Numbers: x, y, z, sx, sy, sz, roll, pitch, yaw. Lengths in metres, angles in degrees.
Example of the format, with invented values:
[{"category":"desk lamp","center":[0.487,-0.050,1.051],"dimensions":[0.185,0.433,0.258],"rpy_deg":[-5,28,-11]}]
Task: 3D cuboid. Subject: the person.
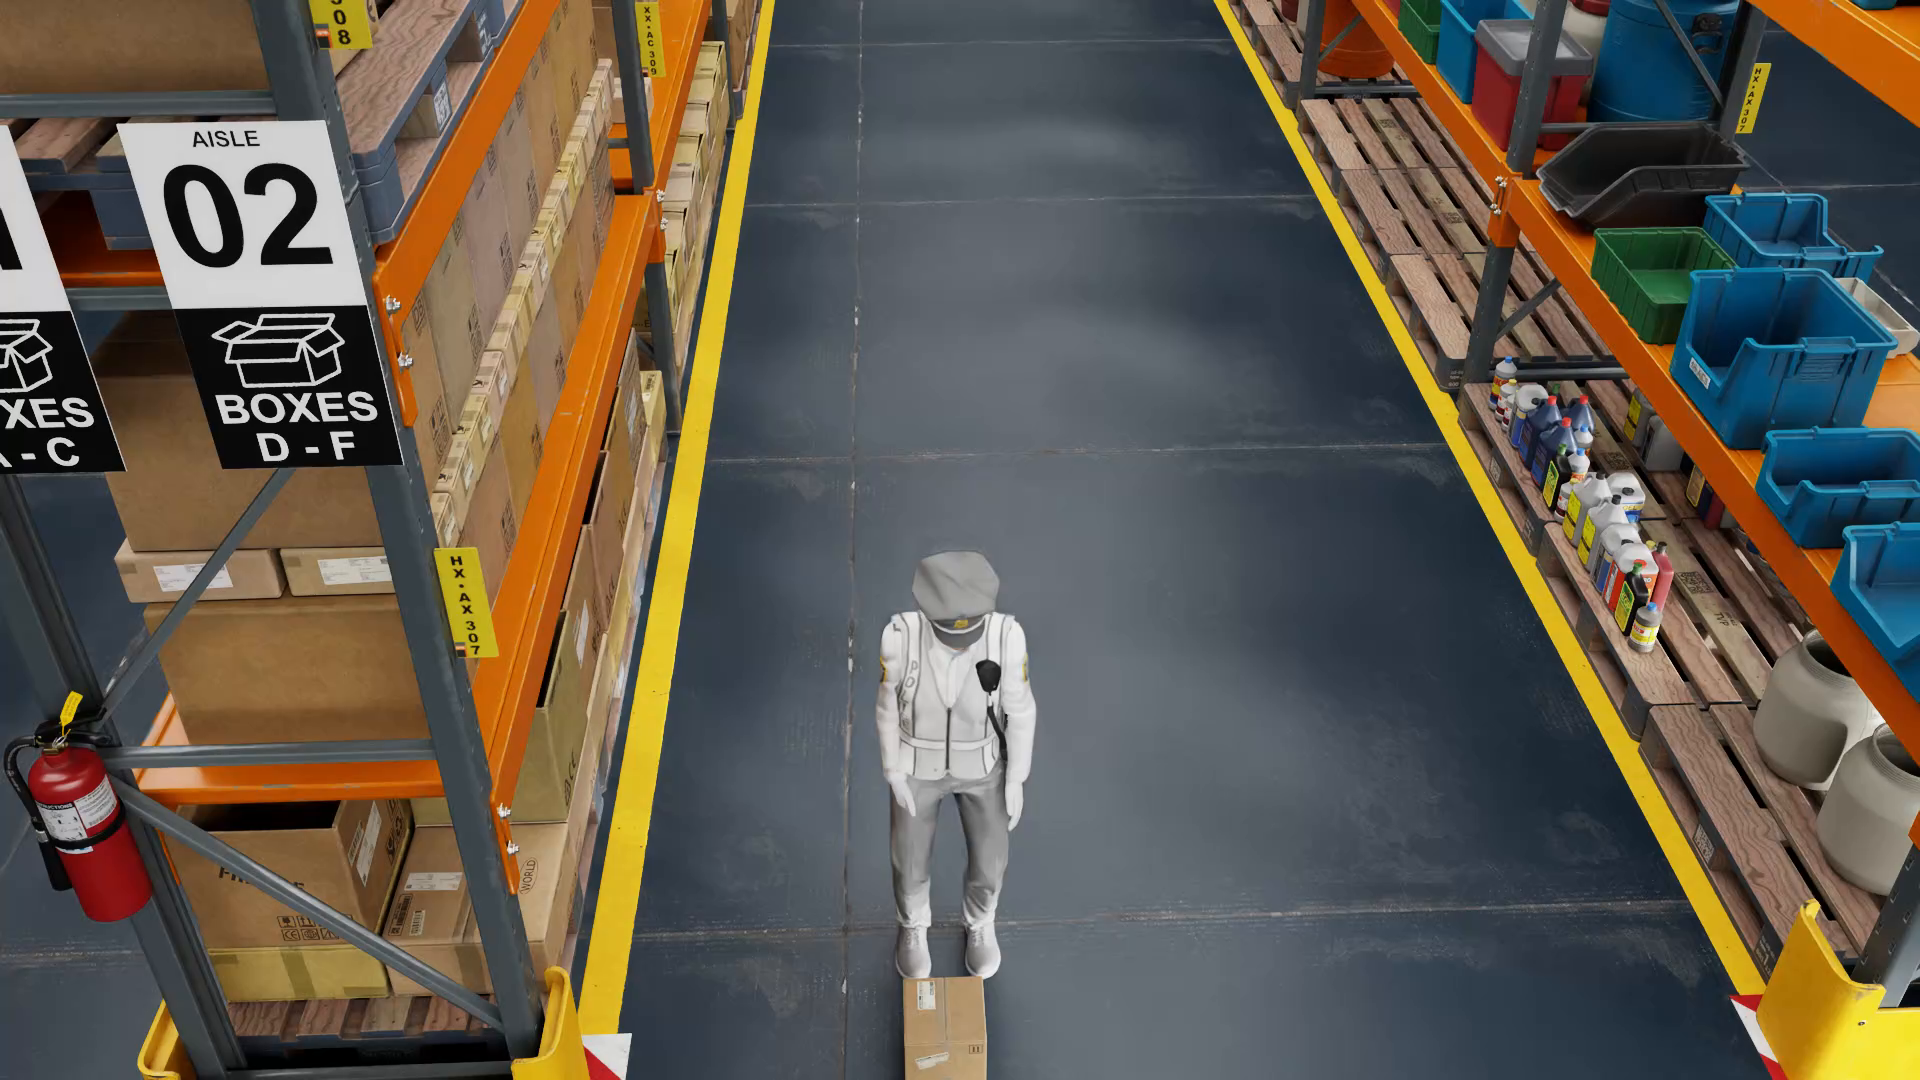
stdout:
[{"category":"person","center":[-0.012,0.723,5.155],"dimensions":[0.488,1.648,0.396],"rpy_deg":[-1,35,-1]}]
